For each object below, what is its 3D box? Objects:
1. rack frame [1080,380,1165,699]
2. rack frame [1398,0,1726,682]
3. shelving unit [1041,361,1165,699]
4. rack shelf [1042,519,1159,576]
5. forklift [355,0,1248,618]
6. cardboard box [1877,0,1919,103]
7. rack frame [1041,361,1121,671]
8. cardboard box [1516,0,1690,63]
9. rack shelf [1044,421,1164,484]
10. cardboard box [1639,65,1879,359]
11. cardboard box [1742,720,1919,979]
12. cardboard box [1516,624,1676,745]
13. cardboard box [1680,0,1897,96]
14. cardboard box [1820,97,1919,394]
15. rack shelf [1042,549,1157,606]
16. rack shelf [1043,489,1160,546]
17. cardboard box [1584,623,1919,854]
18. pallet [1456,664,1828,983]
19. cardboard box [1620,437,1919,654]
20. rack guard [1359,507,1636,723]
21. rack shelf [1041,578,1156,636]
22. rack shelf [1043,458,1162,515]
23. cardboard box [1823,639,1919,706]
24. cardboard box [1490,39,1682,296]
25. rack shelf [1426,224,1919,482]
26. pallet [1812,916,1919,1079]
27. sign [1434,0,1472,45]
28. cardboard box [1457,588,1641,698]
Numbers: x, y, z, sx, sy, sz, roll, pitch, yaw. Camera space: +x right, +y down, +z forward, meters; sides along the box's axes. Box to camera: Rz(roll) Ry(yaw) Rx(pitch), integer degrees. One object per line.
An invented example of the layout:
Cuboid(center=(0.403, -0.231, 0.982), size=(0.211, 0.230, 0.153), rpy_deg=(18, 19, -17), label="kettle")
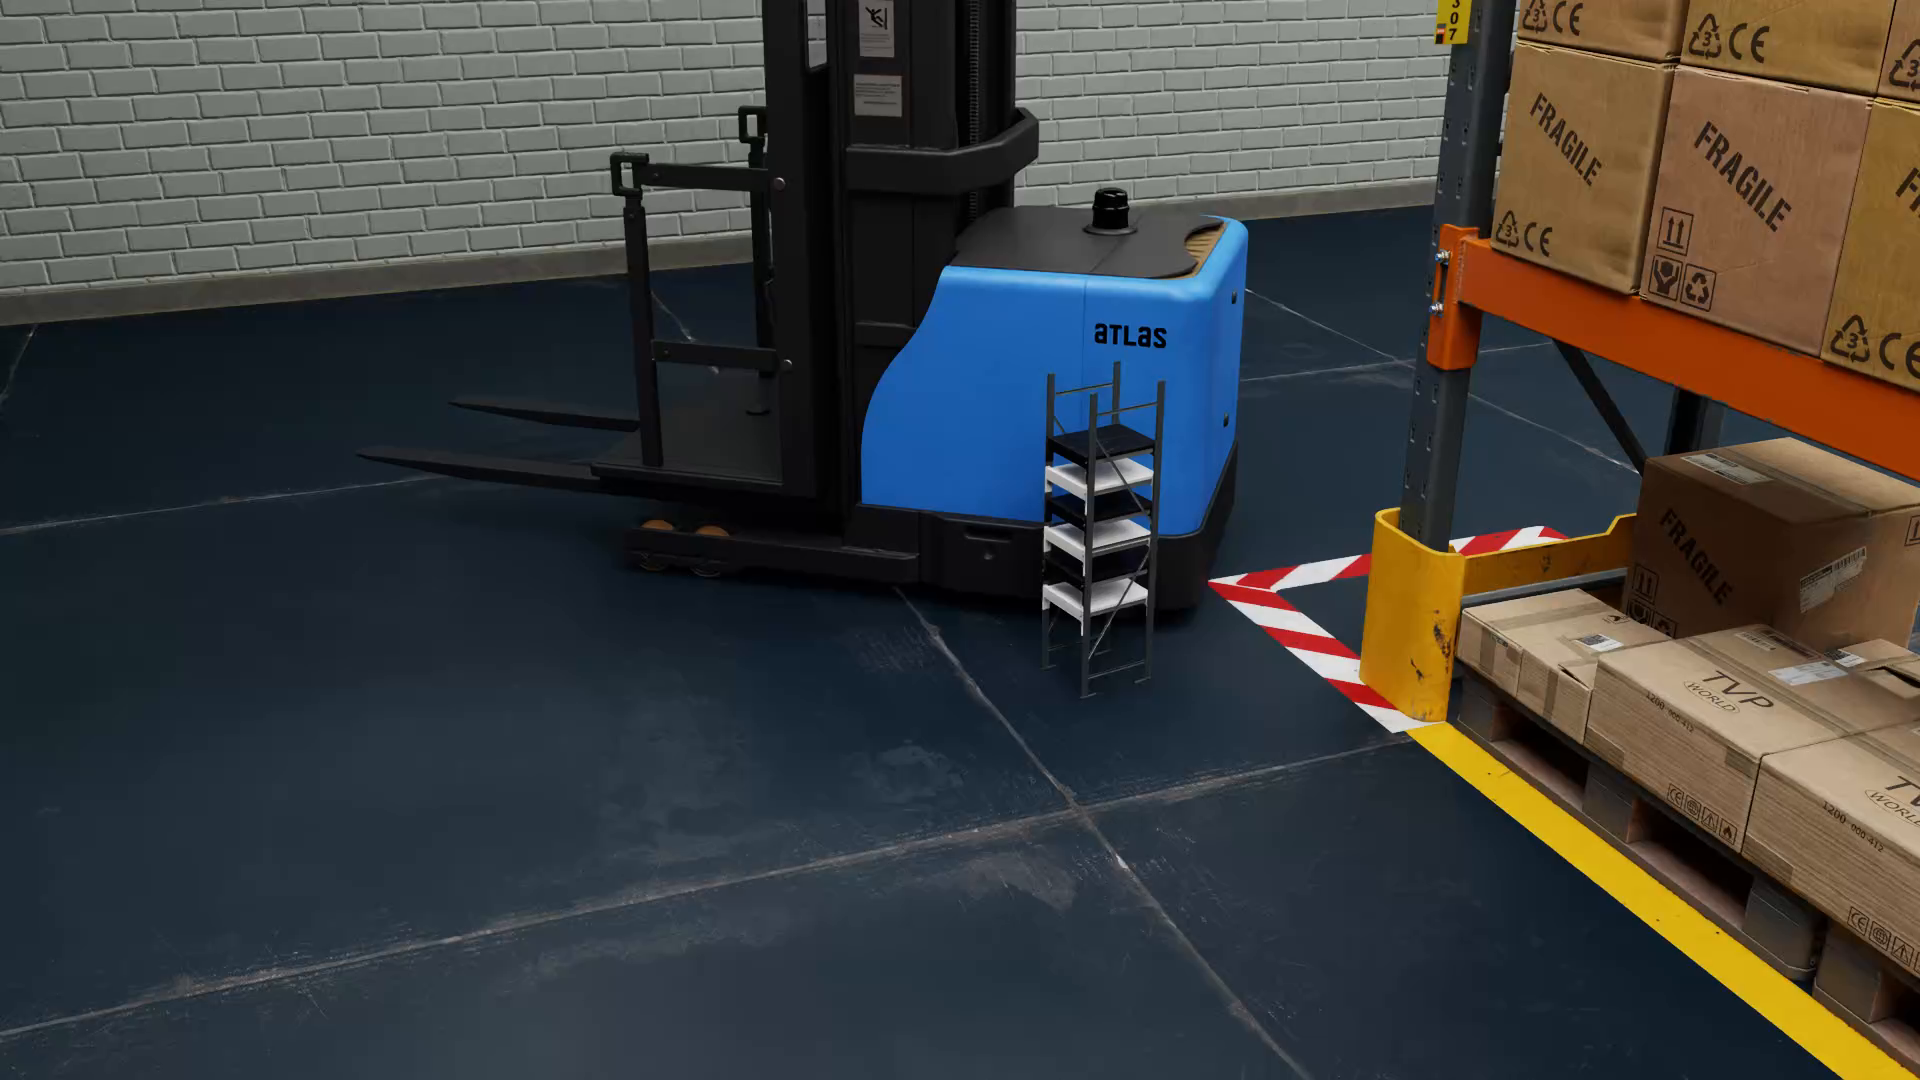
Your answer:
Cuboid(center=(0.445, 0.010, 4.568), size=(0.240, 0.900, 0.006), rpy_deg=(-13, 26, -28), label="rack frame")
Cuboid(center=(1.715, -1.044, 4.365), size=(1.000, 3.000, 0.127), rpy_deg=(-8, 24, -19), label="rack frame")
Cuboid(center=(0.393, -0.024, 4.649), size=(0.258, 0.900, 0.210), rpy_deg=(-13, 26, -28), label="shelving unit")
Cuboid(center=(0.393, 0.007, 4.662), size=(0.258, 0.077, 0.200), rpy_deg=(-13, 26, -28), label="rack shelf")
Cuboid(center=(-0.605, -1.417, 5.339), size=(3.031, 2.935, 1.130), rpy_deg=(6, 24, 15), label="forklift")
Cuboid(center=(1.989, -0.982, 2.802), size=(0.500, 0.500, 0.500), rpy_deg=(-8, 24, -18), label="cardboard box")
Cuboid(center=(0.341, -0.058, 4.730), size=(0.240, 0.900, 0.006), rpy_deg=(-13, 26, -28), label="rack frame")
Cuboid(center=(1.625, -1.353, 3.683), size=(0.500, 0.500, 0.500), rpy_deg=(-8, 24, -17), label="cardboard box")
Cuboid(center=(0.393, -0.242, 4.557), size=(0.258, 0.077, 0.200), rpy_deg=(-13, 26, -28), label="rack shelf")
Cuboid(center=(1.812, -0.706, 3.434), size=(0.500, 0.500, 0.500), rpy_deg=(-9, 24, -20), label="cardboard box")
Cuboid(center=(1.995, 0.620, 3.390), size=(0.500, 0.250, 0.500), rpy_deg=(-8, 24, -19), label="cardboard box")
Cuboid(center=(1.630, 0.349, 4.141), size=(0.380, 0.166, 0.250), rpy_deg=(-8, 24, -19), label="cardboard box")
Cuboid(center=(1.817, -1.164, 3.235), size=(0.500, 0.500, 0.500), rpy_deg=(-8, 24, -18), label="cardboard box")
Cuboid(center=(1.987, -0.523, 3.000), size=(0.500, 0.500, 0.500), rpy_deg=(-8, 24, -19), label="cardboard box")
Cuboid(center=(0.393, 0.089, 4.697), size=(0.258, 0.077, 0.200), rpy_deg=(-13, 26, -28), label="rack shelf")
Cuboid(center=(0.393, -0.076, 4.627), size=(0.258, 0.077, 0.200), rpy_deg=(-13, 26, -28), label="rack shelf")
Cuboid(center=(1.818, 0.439, 3.821), size=(0.500, 0.250, 0.500), rpy_deg=(-8, 24, -19), label="cardboard box")
Cuboid(center=(2.024, 0.558, 4.154), size=(1.003, 0.211, 1.213), rpy_deg=(-8, 24, -19), label="pallet")
Cuboid(center=(2.137, 0.069, 4.376), size=(0.500, 0.500, 0.500), rpy_deg=(-8, 24, -19), label="cardboard box")
Cuboid(center=(1.742, 0.136, 4.785), size=(1.175, 0.500, 0.348), rpy_deg=(-8, 24, -19), label="rack guard")
Cuboid(center=(0.393, 0.172, 4.732), size=(0.258, 0.077, 0.200), rpy_deg=(-13, 26, -28), label="rack shelf")
Cuboid(center=(0.393, -0.159, 4.592), size=(0.258, 0.077, 0.200), rpy_deg=(-13, 26, -28), label="rack shelf")
Cuboid(center=(2.196, 0.382, 4.063), size=(0.380, 0.166, 0.250), rpy_deg=(-8, 24, -19), label="cardboard box")
Cuboid(center=(1.625, -0.893, 3.877), size=(0.500, 0.500, 0.500), rpy_deg=(-8, 24, -18), label="cardboard box")
Cuboid(center=(2.421, 0.014, 2.780), size=(1.077, 0.370, 4.000), rpy_deg=(-8, 24, -19), label="rack shelf")
Cuboid(center=(2.452, 1.001, 3.104), size=(1.003, 0.211, 1.213), rpy_deg=(-8, 24, -19), label="pallet")
Cuboid(center=(1.207, -1.368, 4.020), size=(0.100, 0.325, 0.005), rpy_deg=(-8, 24, -19), label="sign")
Cuboid(center=(1.541, 0.266, 4.360), size=(0.380, 0.149, 0.250), rpy_deg=(-8, 24, -19), label="cardboard box")
